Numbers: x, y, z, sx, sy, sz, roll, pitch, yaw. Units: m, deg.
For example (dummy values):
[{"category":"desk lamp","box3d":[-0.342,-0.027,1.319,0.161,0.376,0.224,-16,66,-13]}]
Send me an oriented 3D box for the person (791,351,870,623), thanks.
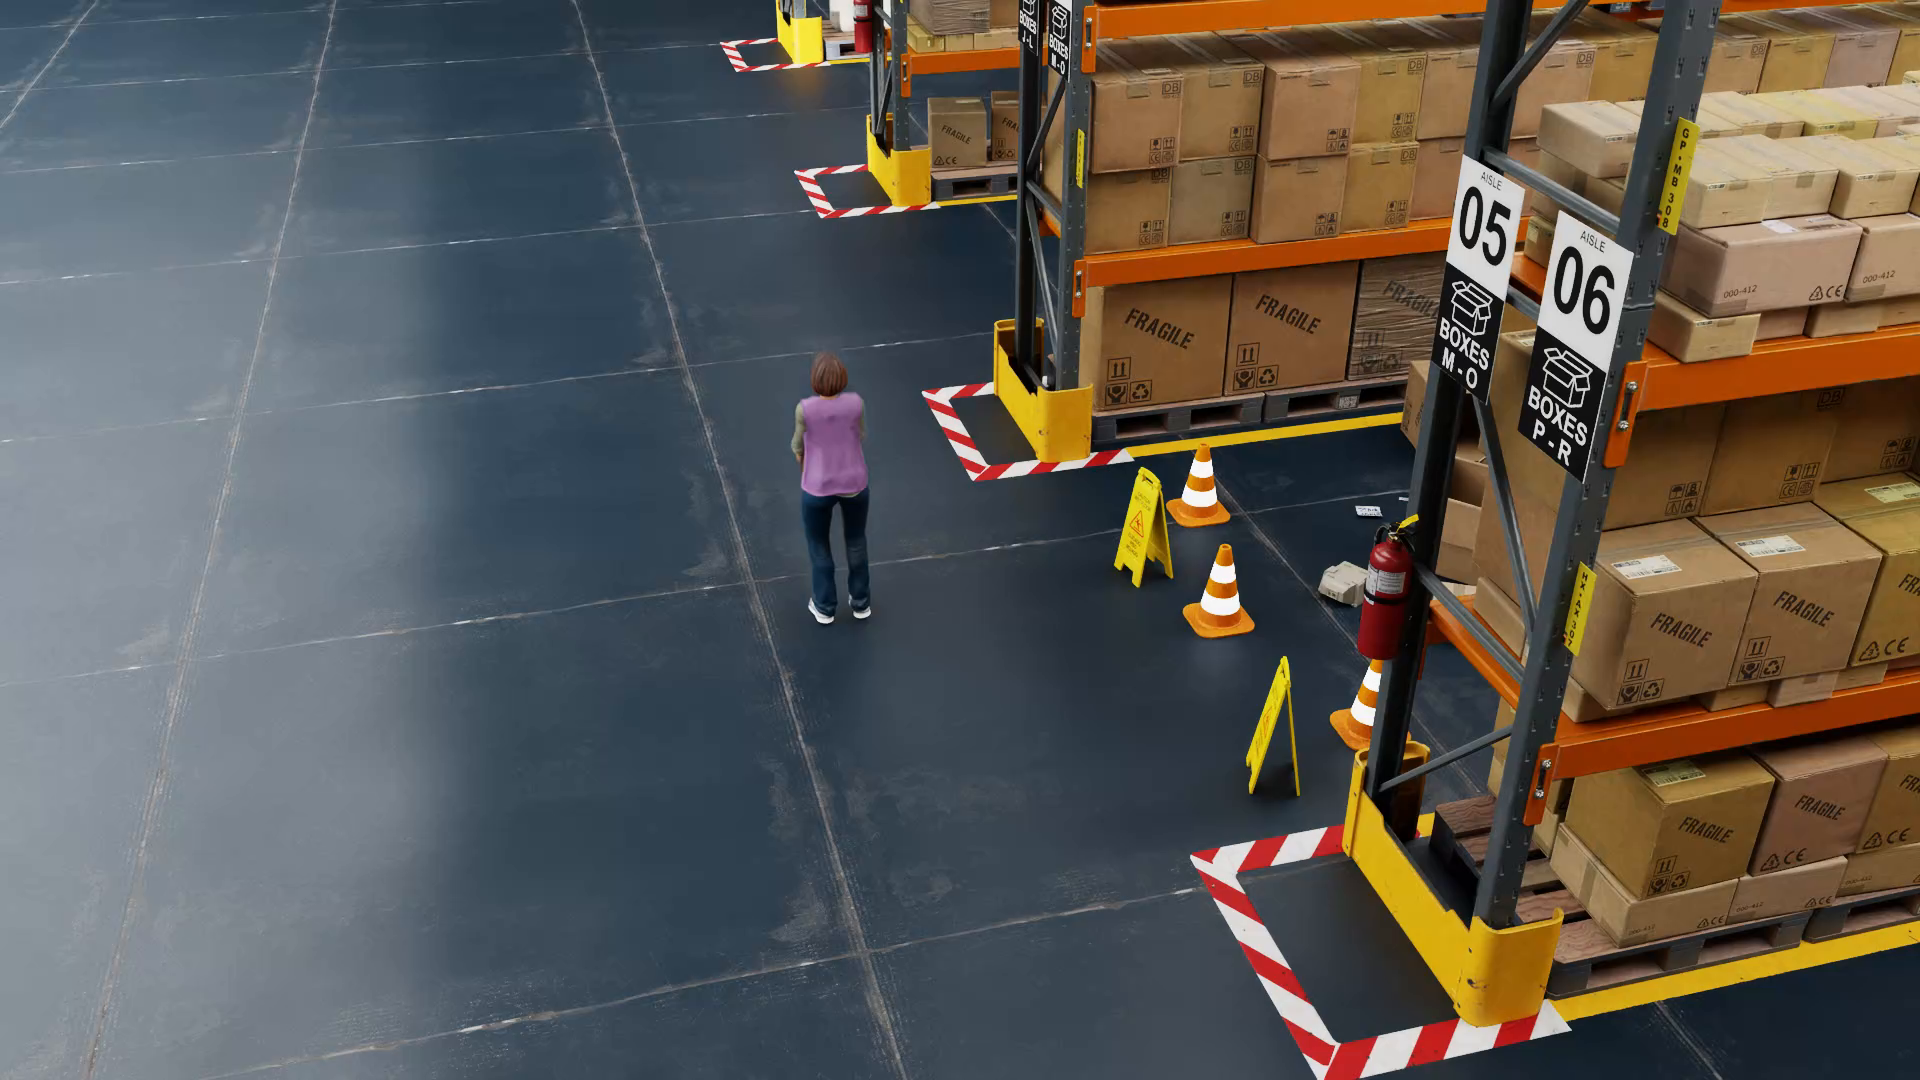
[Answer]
[{"category":"person","box3d":[-0.680,-0.308,8.784,0.405,1.566,0.492,-8,32,-13]}]
